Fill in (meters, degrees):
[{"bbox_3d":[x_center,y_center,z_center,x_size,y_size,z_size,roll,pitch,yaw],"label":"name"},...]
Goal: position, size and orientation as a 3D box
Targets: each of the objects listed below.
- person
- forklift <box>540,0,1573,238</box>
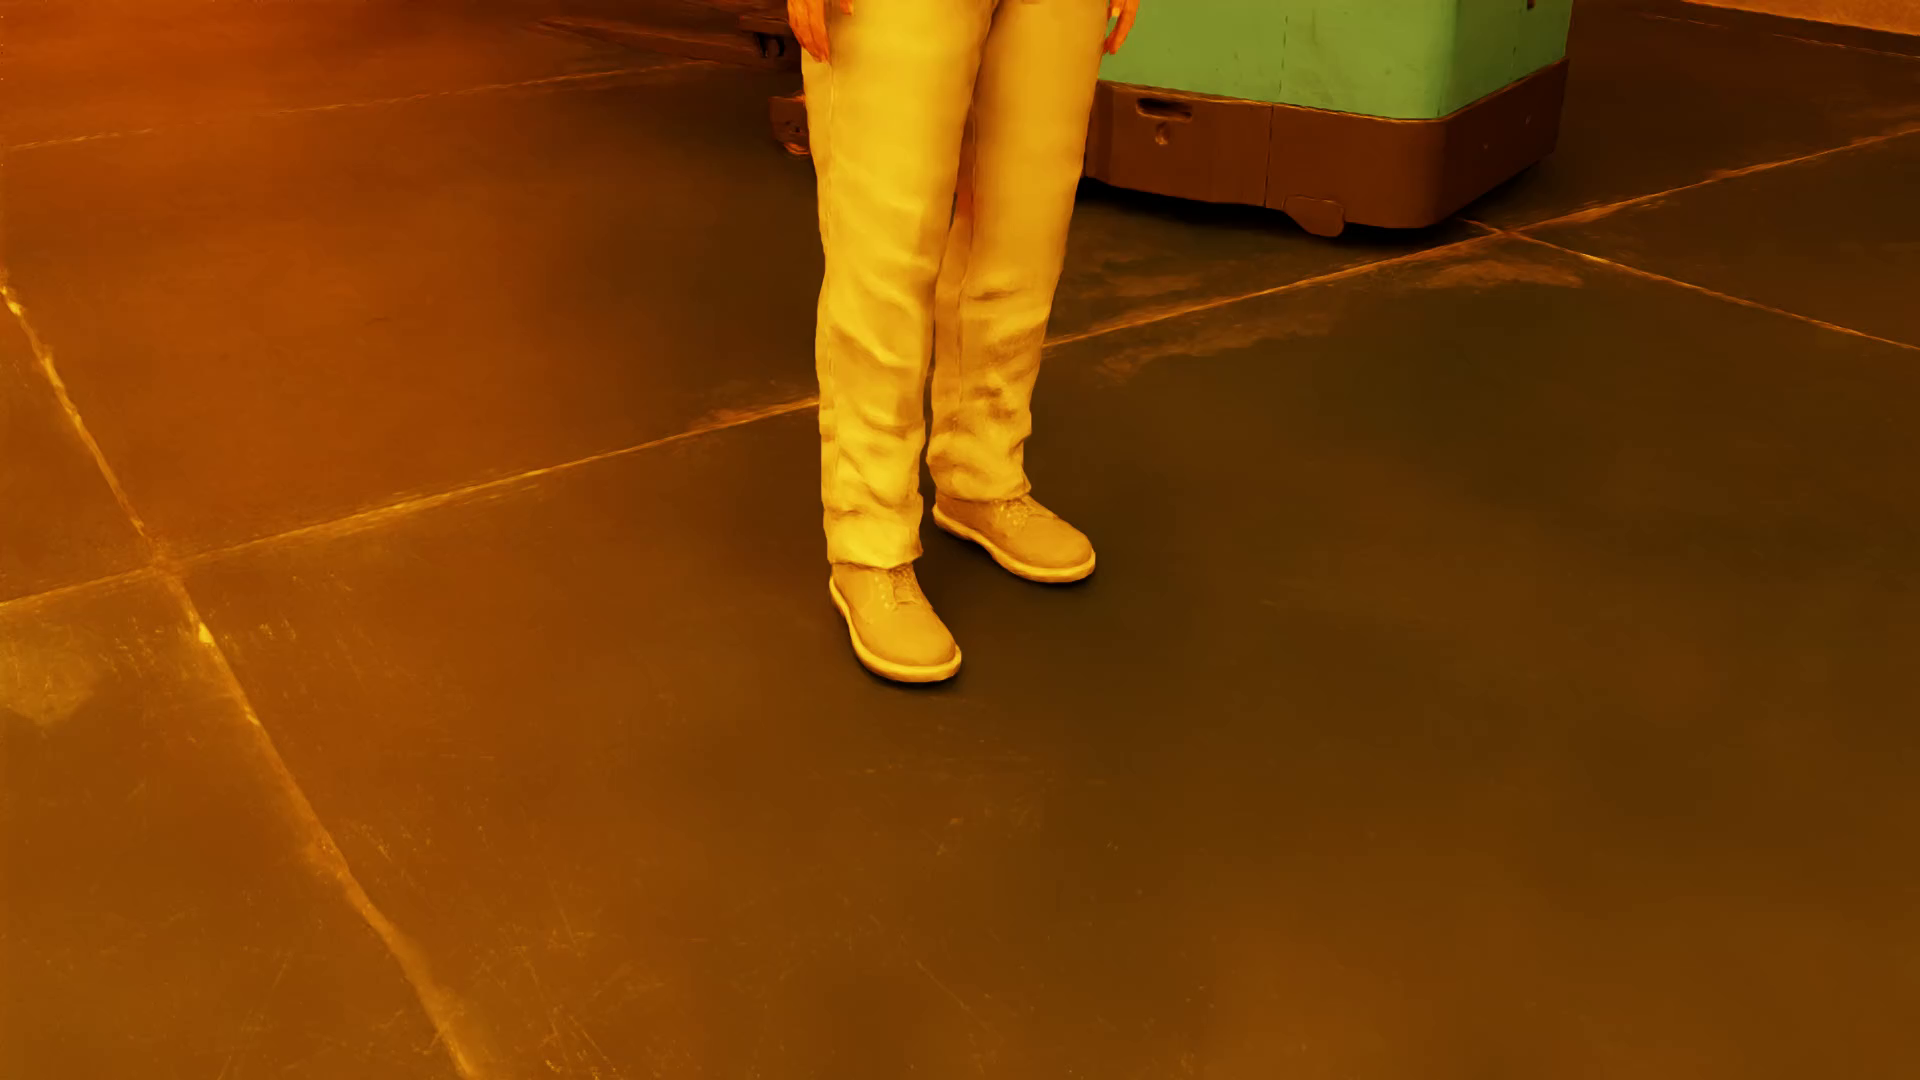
[{"bbox_3d":[0.025,-0.718,2.055,0.598,1.669,0.529,-17,31,-31],"label":"person"},{"bbox_3d":[0.084,-2.507,4.229,3.031,2.935,1.130,17,32,31],"label":"forklift"}]
